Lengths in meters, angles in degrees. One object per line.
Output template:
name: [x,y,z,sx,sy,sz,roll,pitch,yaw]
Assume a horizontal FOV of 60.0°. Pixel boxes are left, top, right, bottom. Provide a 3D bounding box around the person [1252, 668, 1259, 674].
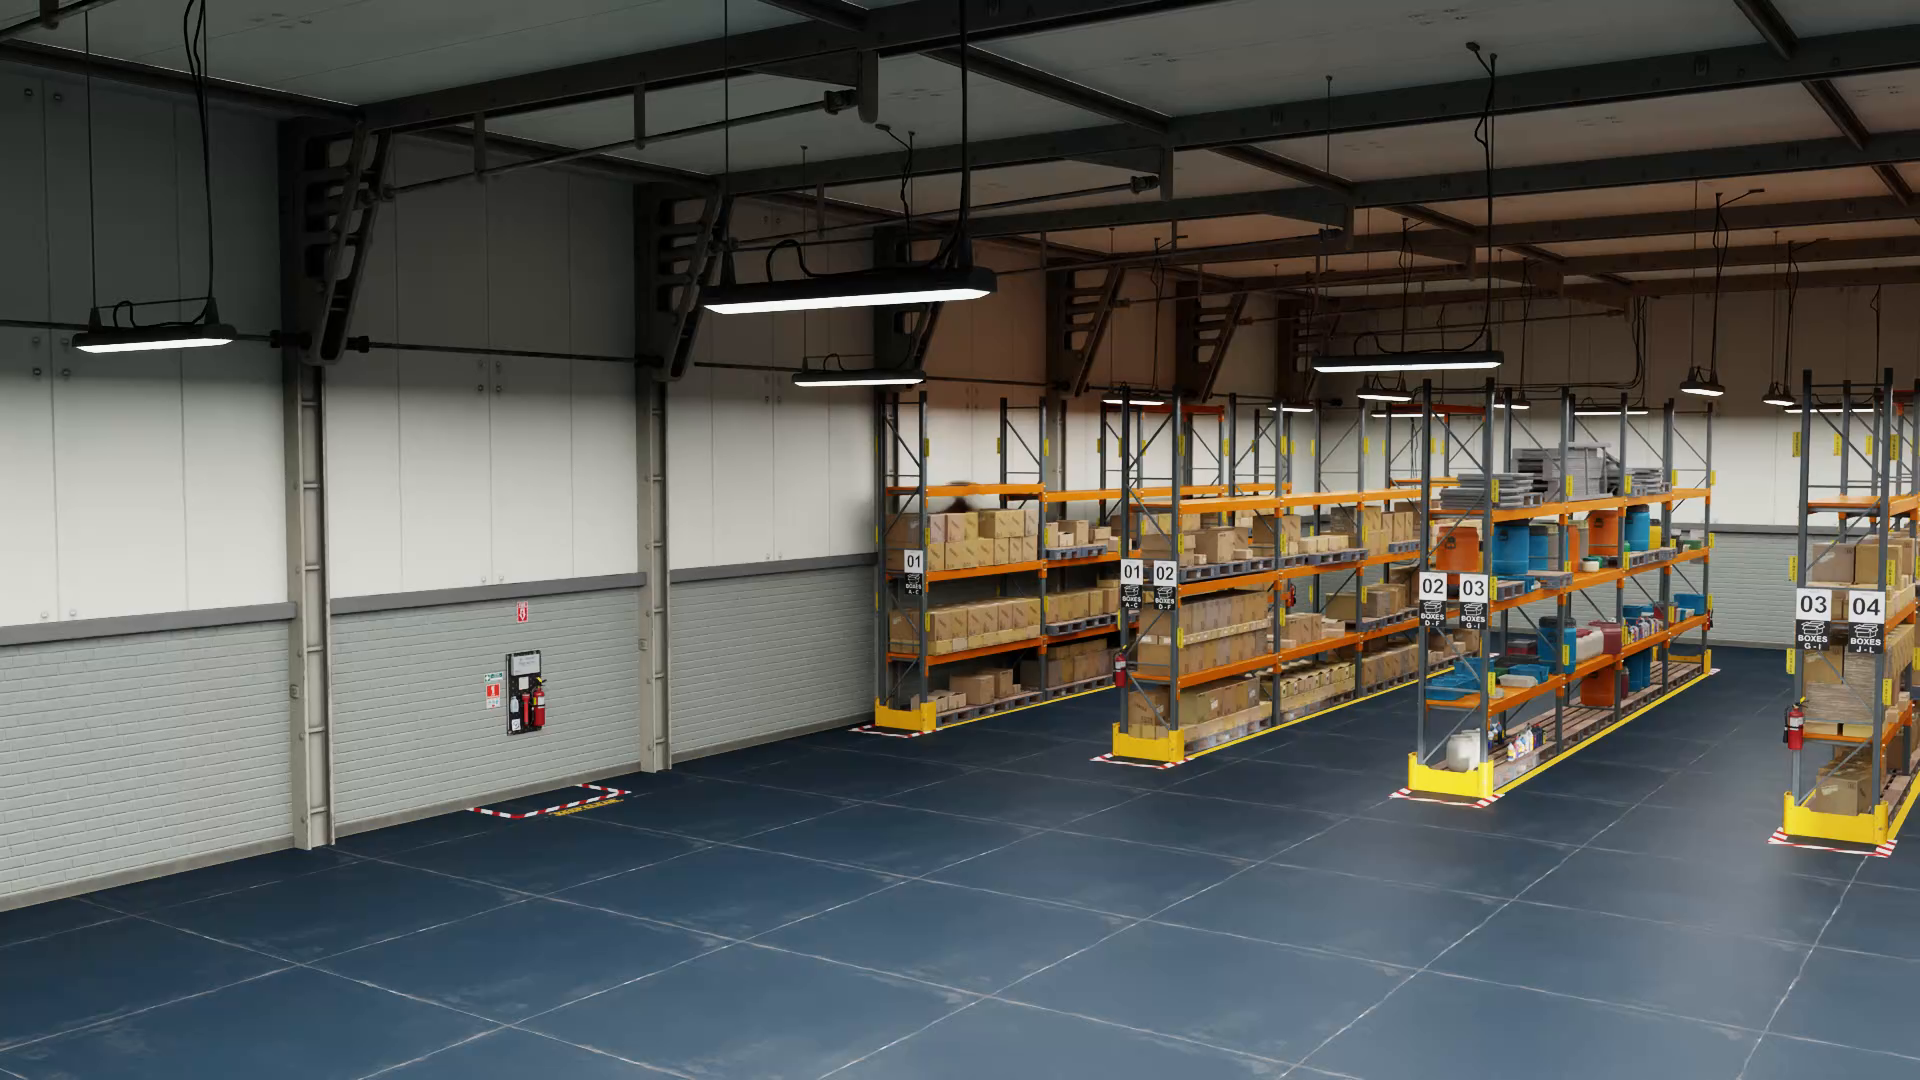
person: [5.913,2.259,34.238,0.581,1.788,0.947,2,4,35]
